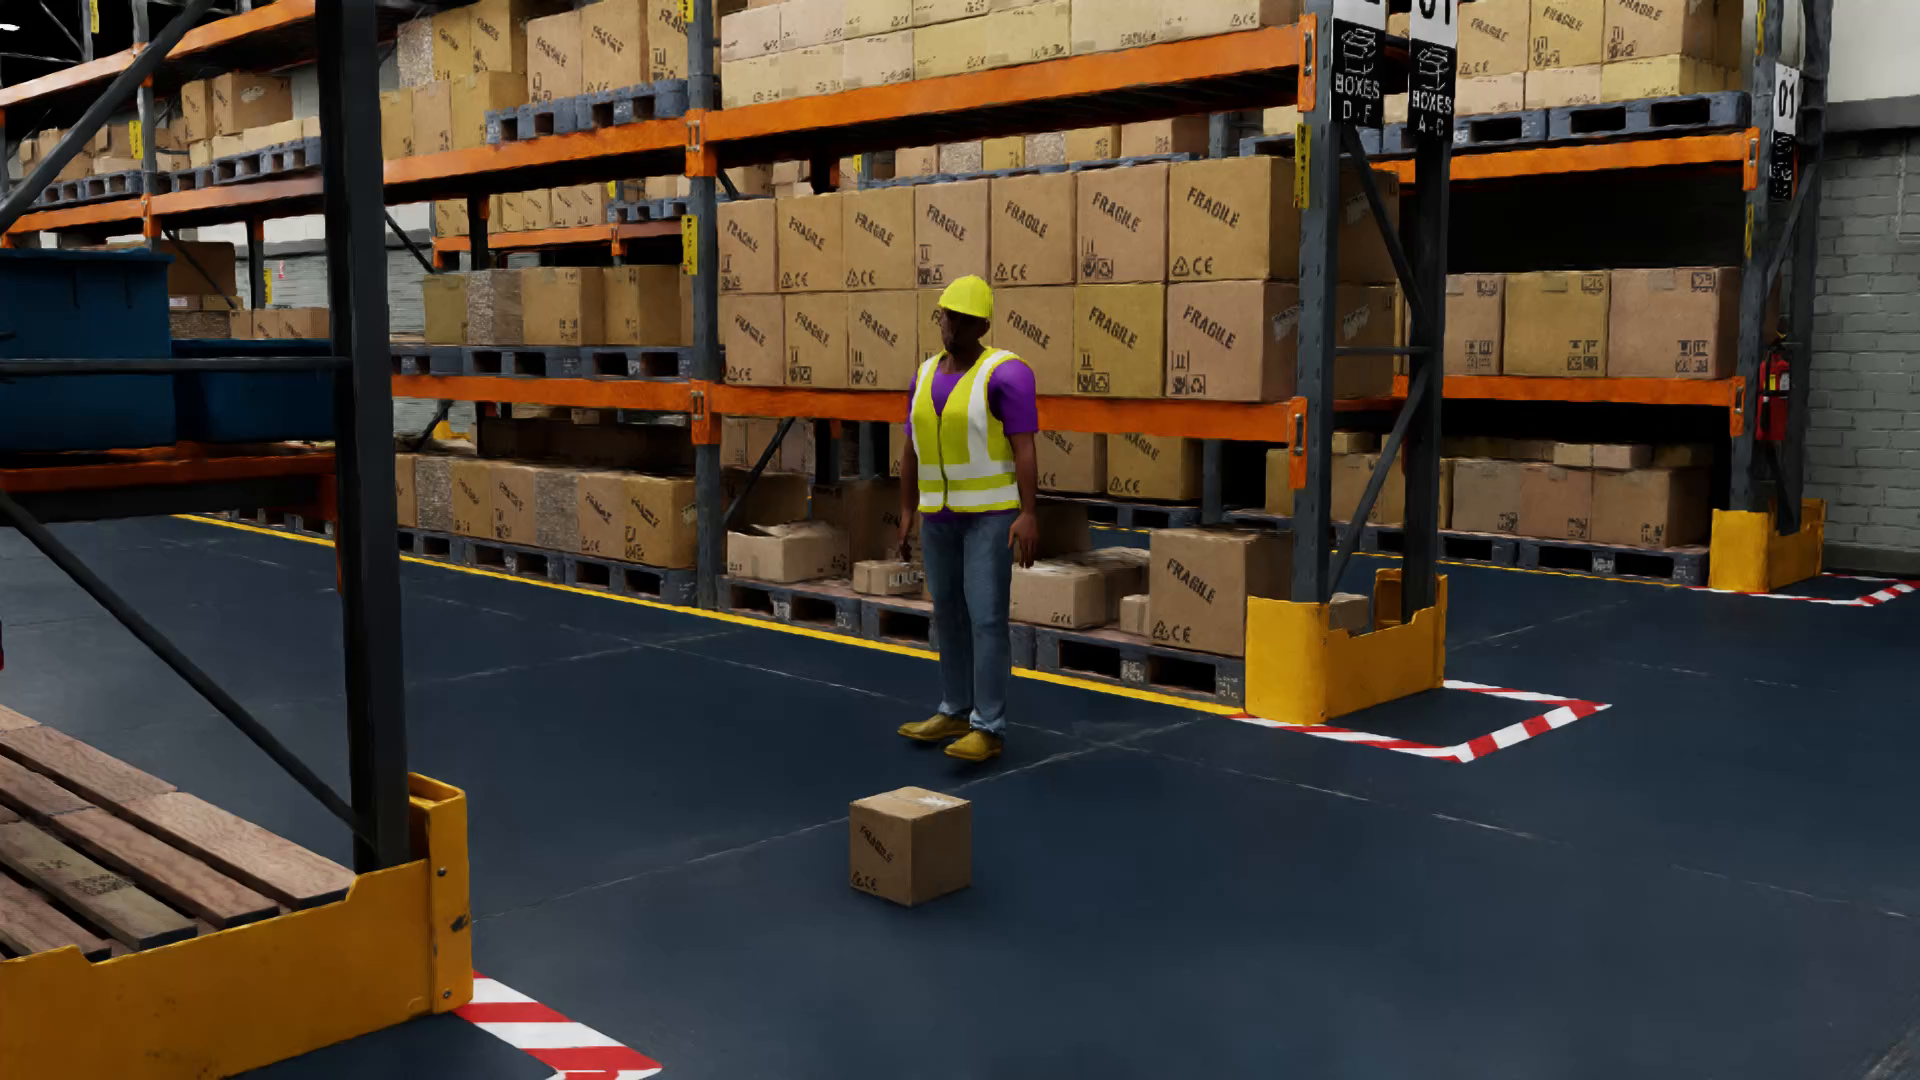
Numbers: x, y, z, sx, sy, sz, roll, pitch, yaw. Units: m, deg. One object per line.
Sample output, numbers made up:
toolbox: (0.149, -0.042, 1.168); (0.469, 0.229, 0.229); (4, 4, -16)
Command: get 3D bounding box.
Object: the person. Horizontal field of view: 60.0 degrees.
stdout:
person: (-6.115, -0.555, 9.961); (15.002, 1.768, 2.345); (6, 9, 39)
